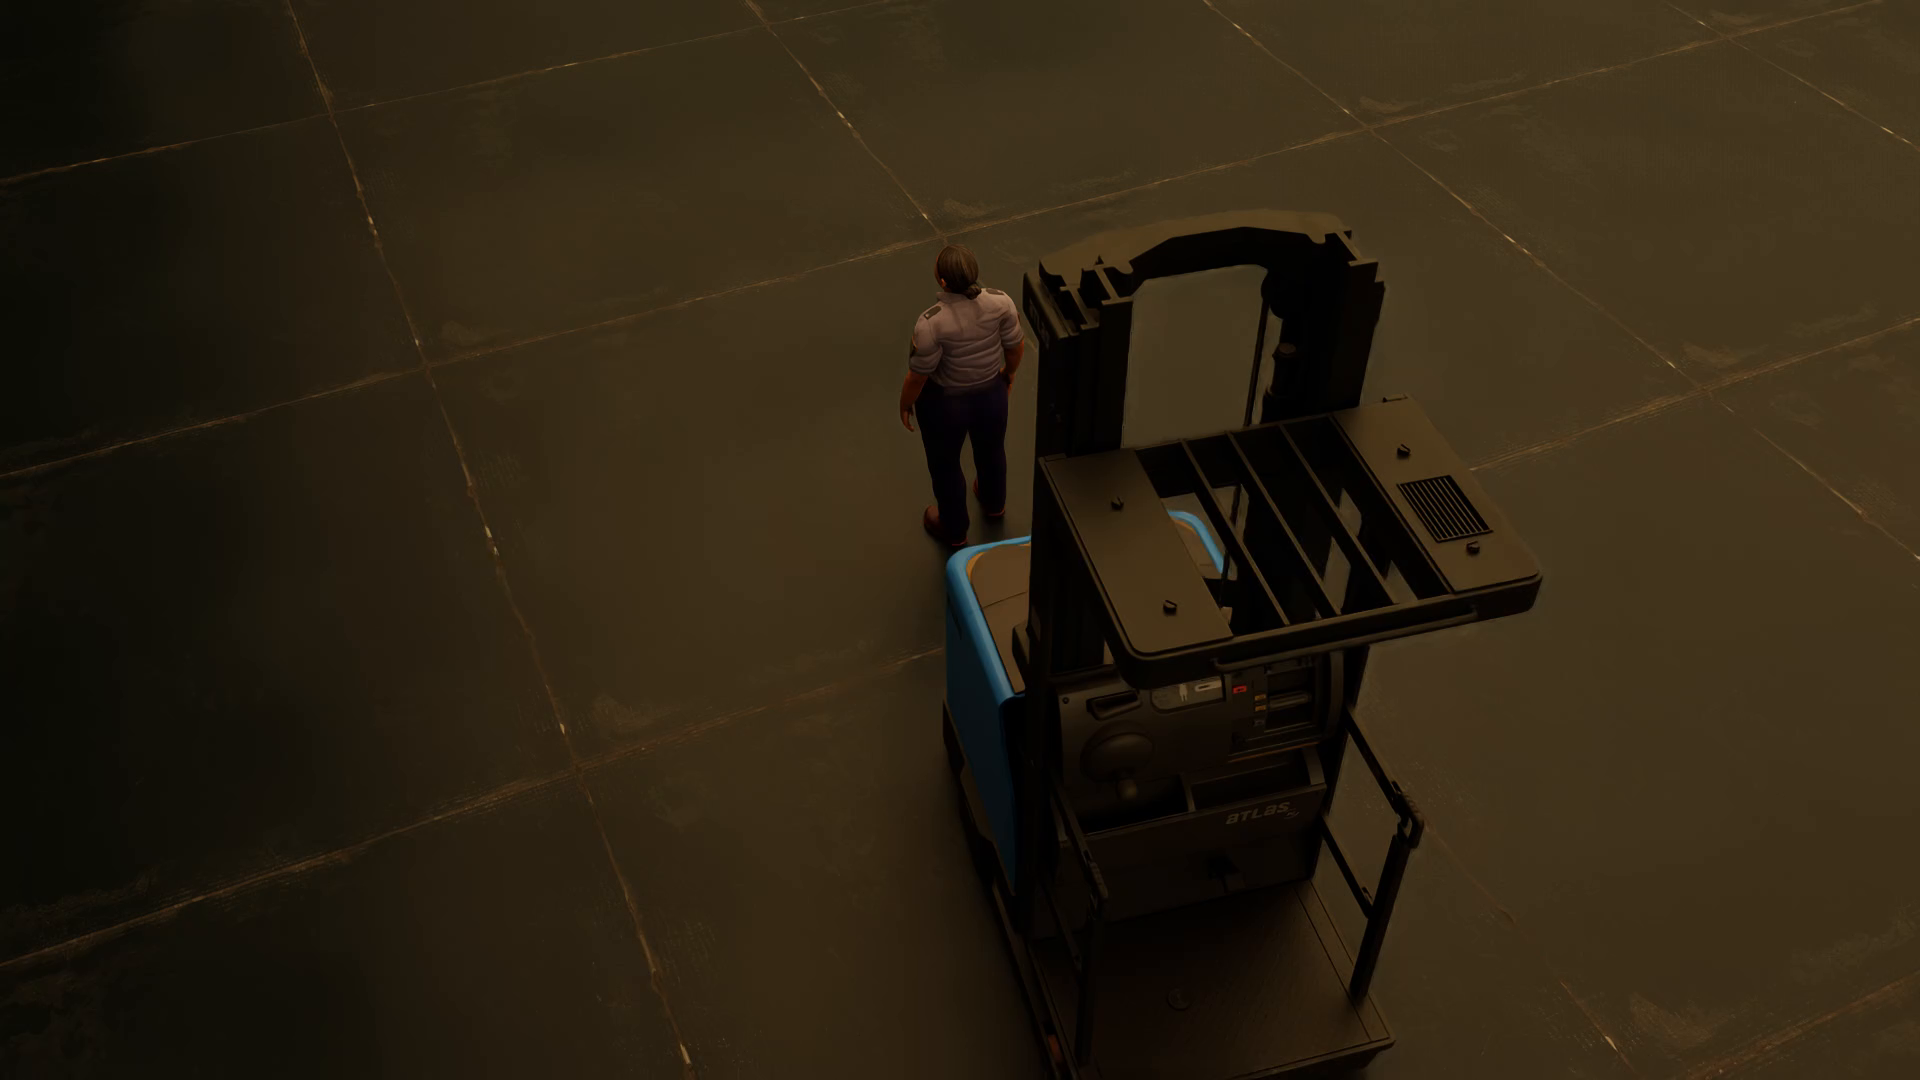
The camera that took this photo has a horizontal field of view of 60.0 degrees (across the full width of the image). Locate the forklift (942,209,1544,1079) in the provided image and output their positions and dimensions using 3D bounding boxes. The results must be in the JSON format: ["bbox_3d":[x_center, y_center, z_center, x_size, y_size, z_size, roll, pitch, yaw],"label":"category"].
[{"bbox_3d":[0.807,0.637,4.998,1.130,2.935,3.031,-10,44,-11],"label":"forklift"}]

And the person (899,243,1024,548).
[{"bbox_3d":[-0.017,-0.665,7.333,0.598,1.638,0.502,-18,46,-18],"label":"person"}]
